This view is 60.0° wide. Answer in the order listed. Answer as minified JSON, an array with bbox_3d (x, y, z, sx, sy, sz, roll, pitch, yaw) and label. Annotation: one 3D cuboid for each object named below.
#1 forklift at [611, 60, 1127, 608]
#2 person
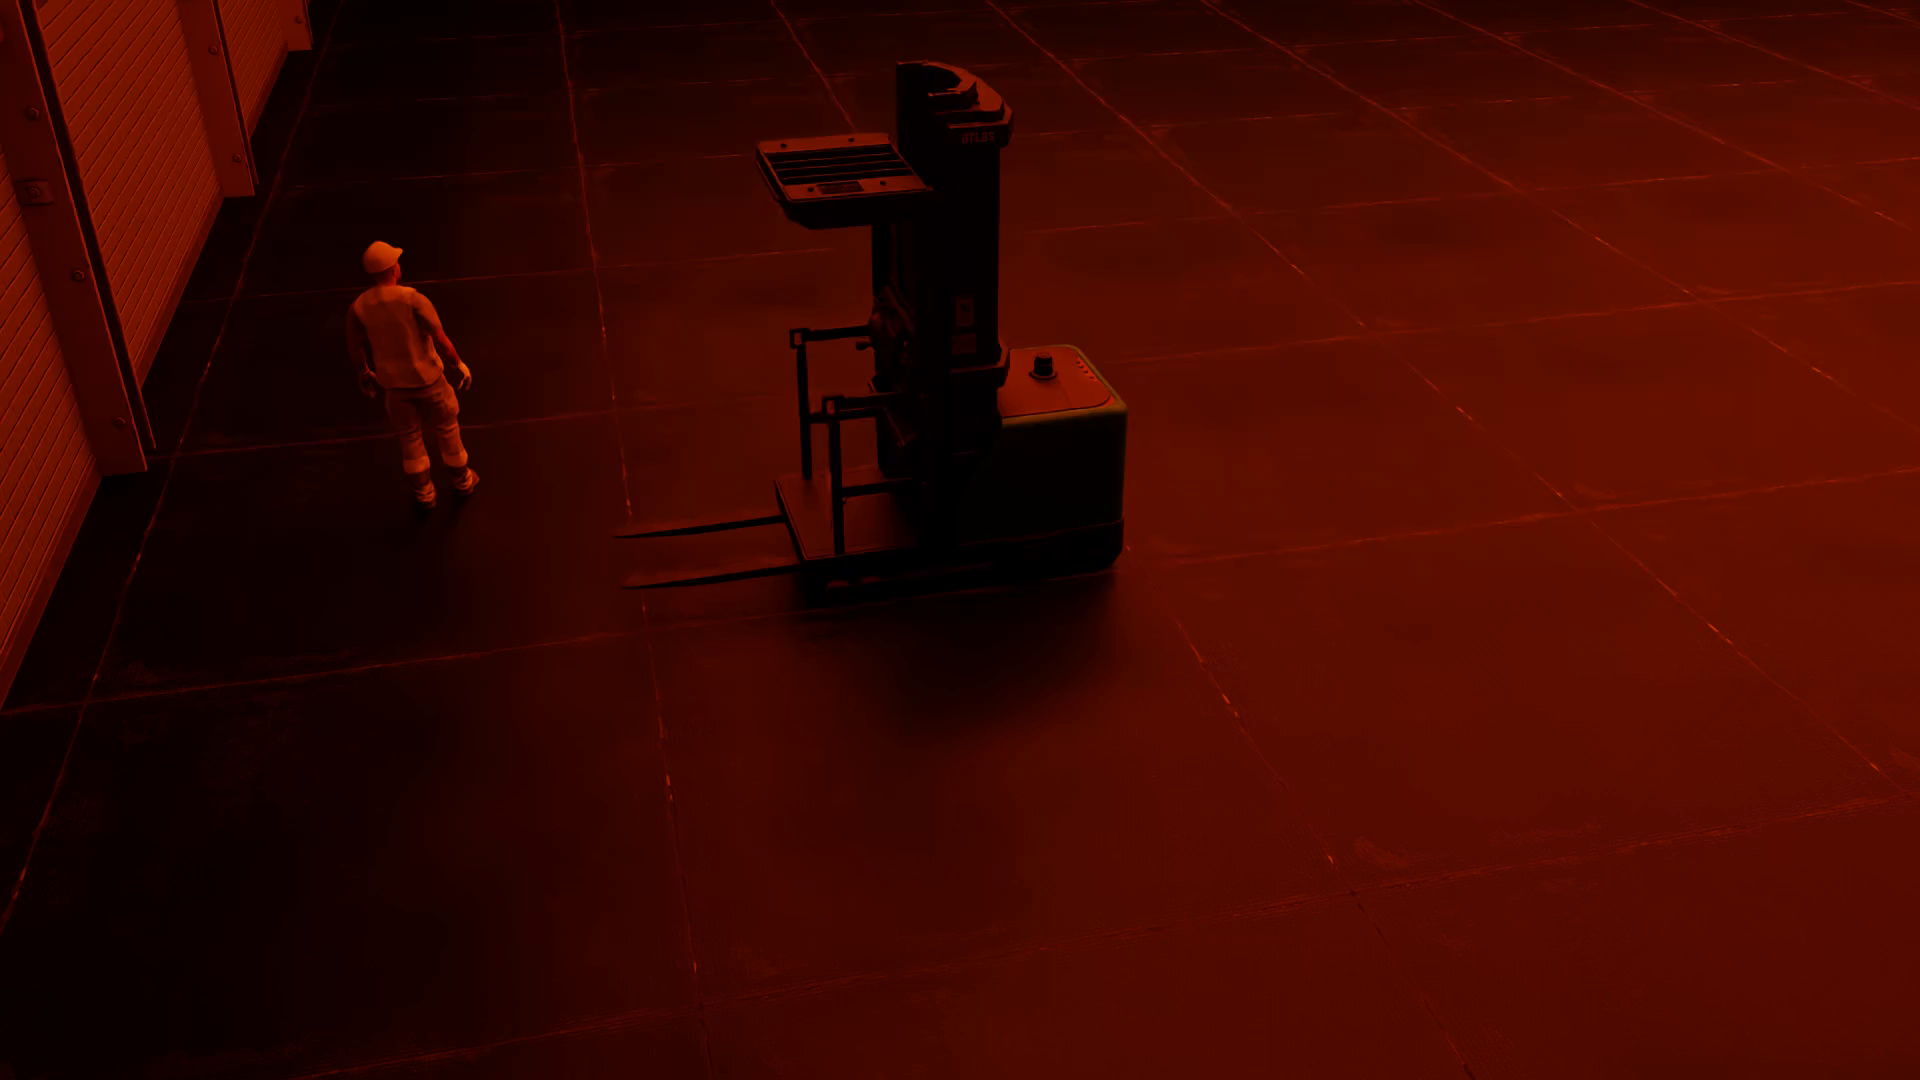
[{"bbox_3d":[-0.577,-1.163,9.584,3.031,2.935,1.130,-8,31,-13],"label":"forklift"},{"bbox_3d":[-3.453,-1.065,10.556,0.713,1.790,0.532,-2,30,-3],"label":"person"}]
